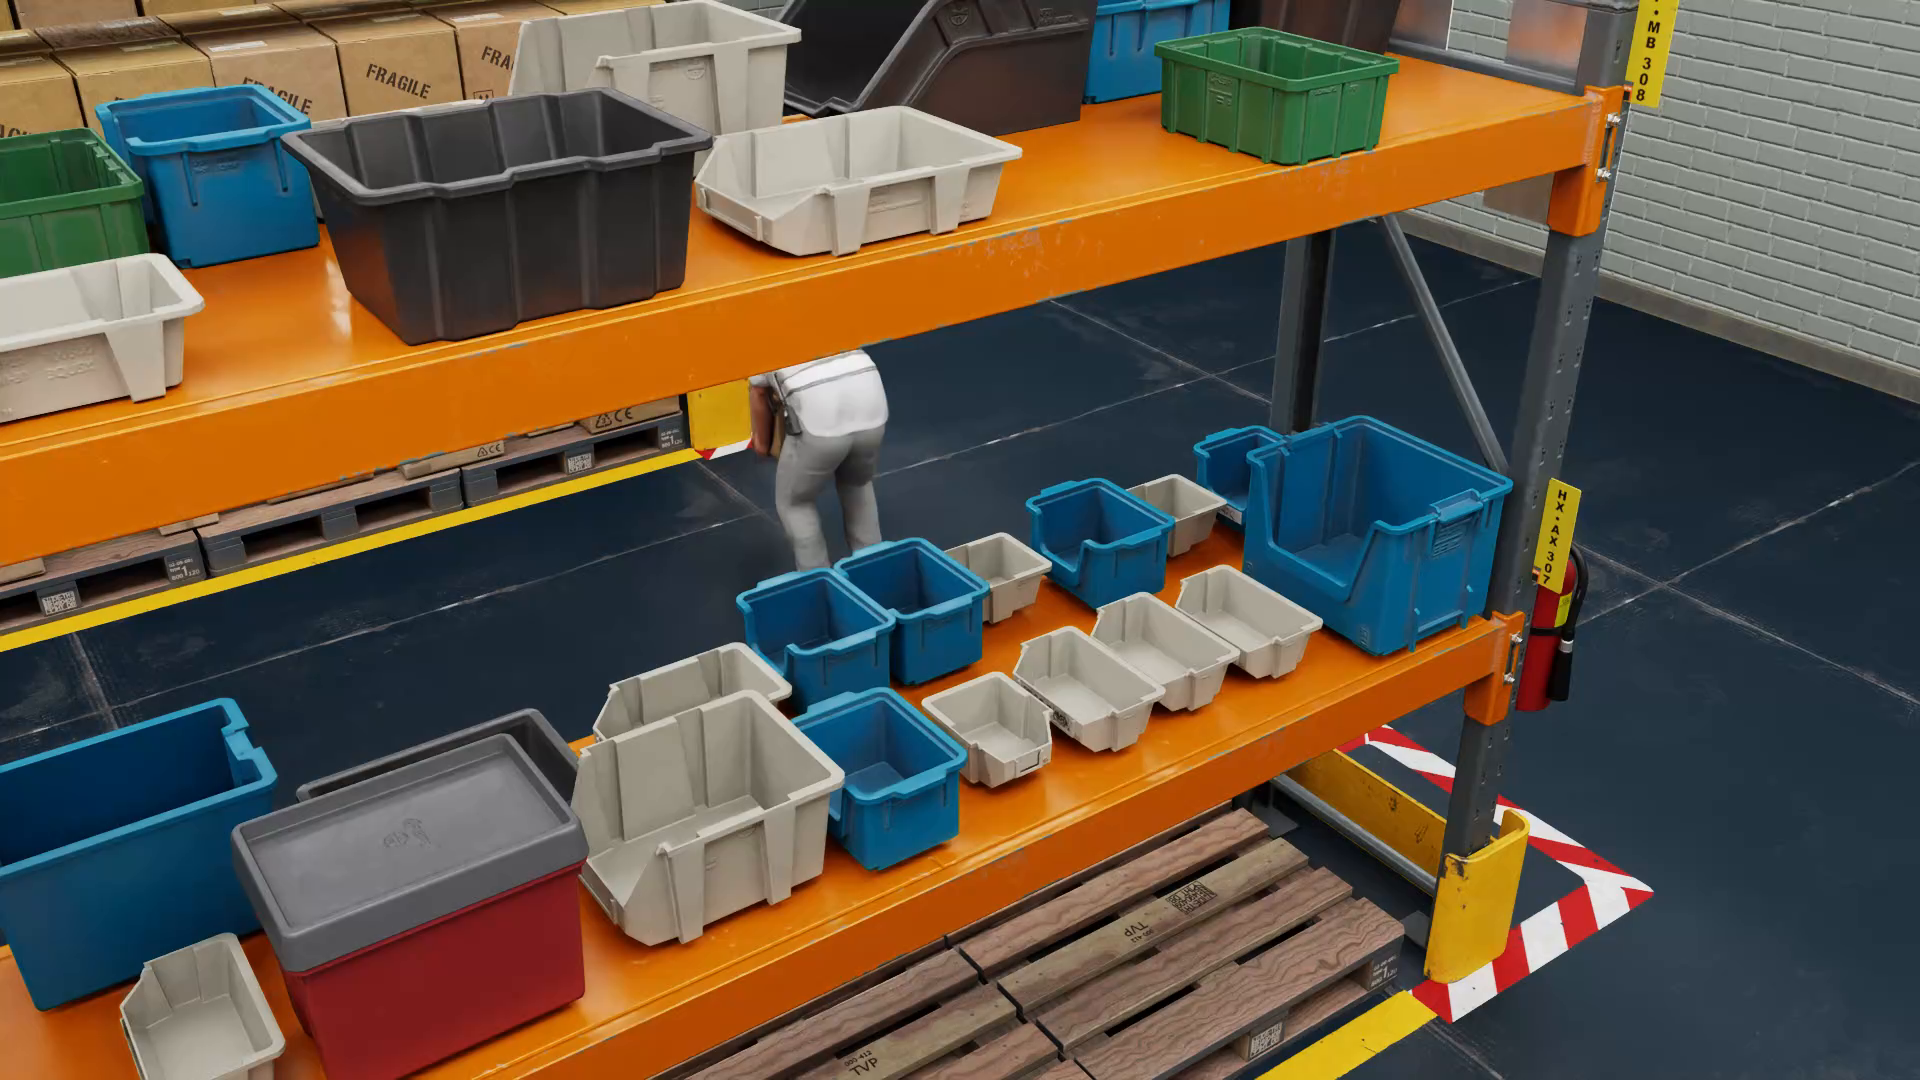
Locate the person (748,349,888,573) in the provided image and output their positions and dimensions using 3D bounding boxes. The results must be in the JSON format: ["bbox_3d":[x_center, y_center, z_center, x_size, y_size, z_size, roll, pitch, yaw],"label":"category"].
[{"bbox_3d":[-0.671,-0.503,7.288,0.487,1.529,0.860,-20,34,-32],"label":"person"}]
